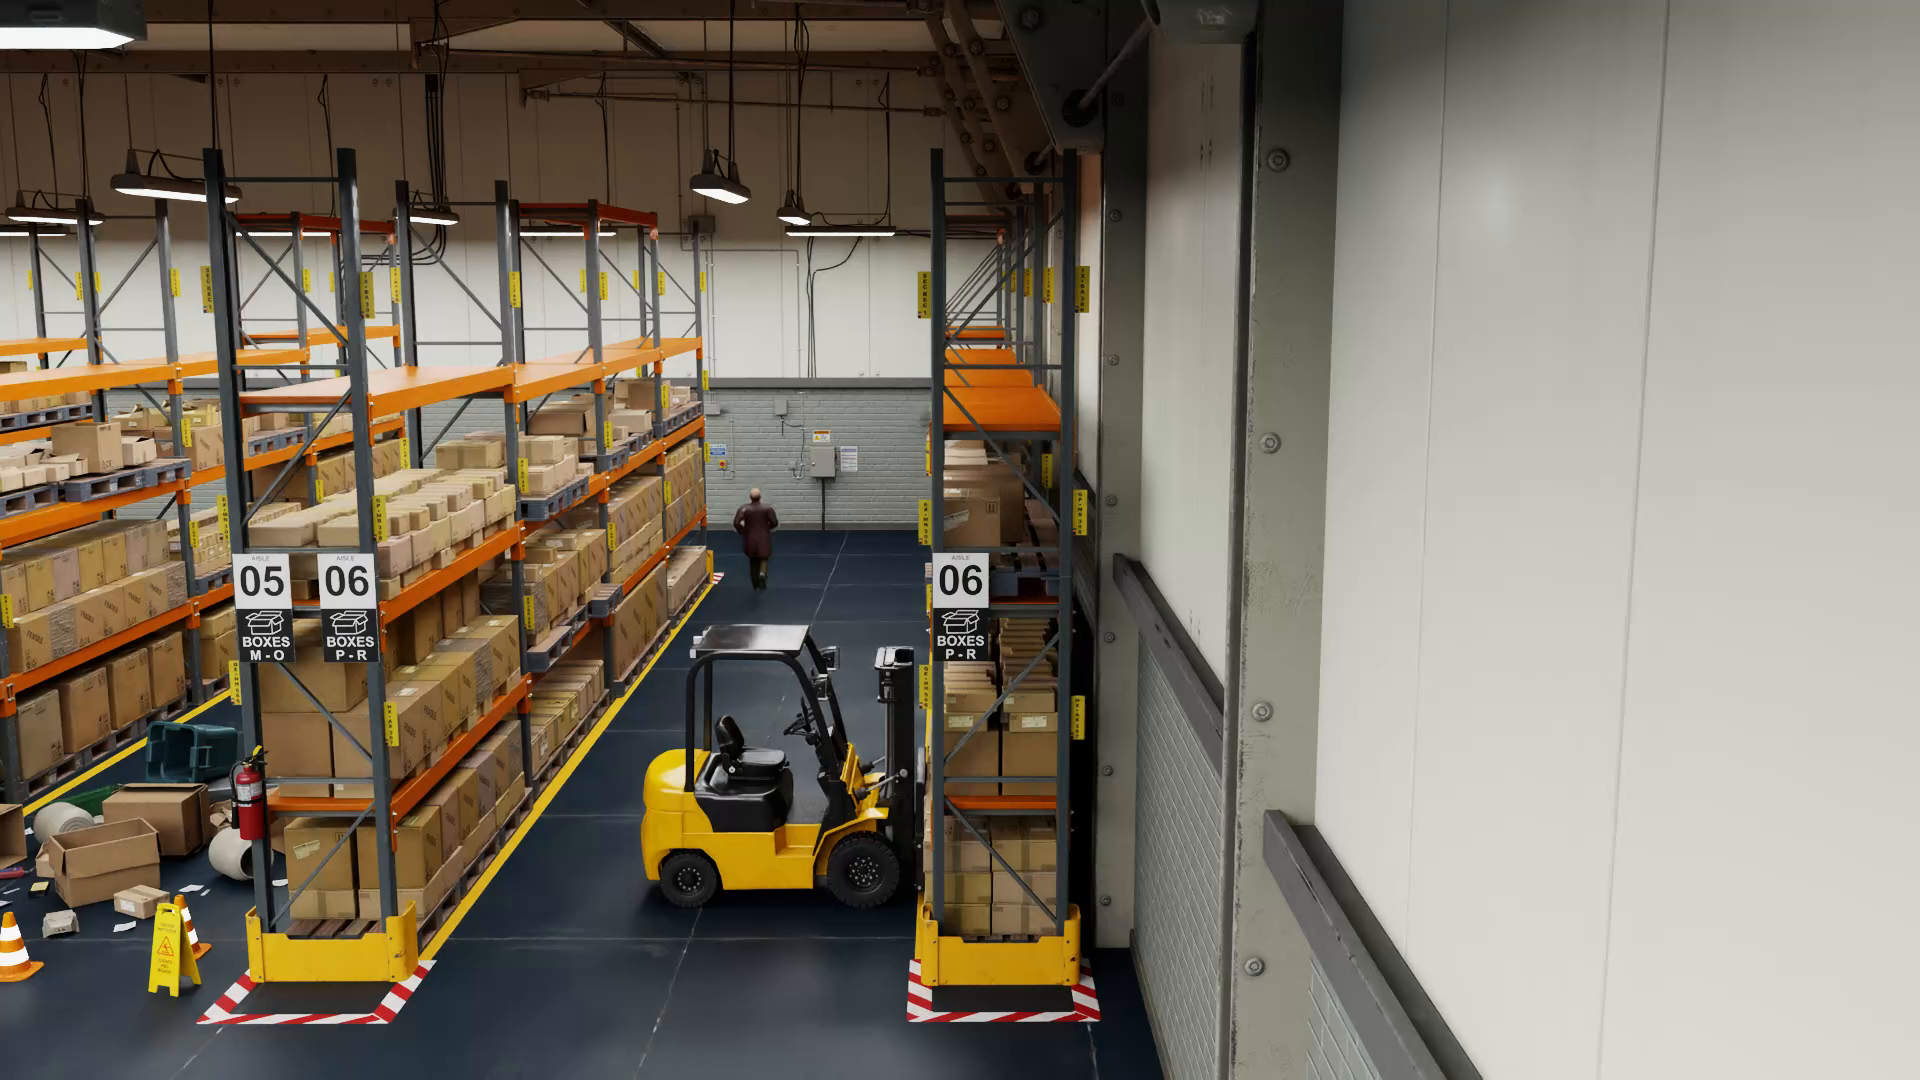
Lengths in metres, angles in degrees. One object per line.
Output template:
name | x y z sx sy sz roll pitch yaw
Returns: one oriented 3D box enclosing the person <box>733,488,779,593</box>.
person | -3.251 0.016 26.592 0.712 1.736 0.928 -1 9 -5
